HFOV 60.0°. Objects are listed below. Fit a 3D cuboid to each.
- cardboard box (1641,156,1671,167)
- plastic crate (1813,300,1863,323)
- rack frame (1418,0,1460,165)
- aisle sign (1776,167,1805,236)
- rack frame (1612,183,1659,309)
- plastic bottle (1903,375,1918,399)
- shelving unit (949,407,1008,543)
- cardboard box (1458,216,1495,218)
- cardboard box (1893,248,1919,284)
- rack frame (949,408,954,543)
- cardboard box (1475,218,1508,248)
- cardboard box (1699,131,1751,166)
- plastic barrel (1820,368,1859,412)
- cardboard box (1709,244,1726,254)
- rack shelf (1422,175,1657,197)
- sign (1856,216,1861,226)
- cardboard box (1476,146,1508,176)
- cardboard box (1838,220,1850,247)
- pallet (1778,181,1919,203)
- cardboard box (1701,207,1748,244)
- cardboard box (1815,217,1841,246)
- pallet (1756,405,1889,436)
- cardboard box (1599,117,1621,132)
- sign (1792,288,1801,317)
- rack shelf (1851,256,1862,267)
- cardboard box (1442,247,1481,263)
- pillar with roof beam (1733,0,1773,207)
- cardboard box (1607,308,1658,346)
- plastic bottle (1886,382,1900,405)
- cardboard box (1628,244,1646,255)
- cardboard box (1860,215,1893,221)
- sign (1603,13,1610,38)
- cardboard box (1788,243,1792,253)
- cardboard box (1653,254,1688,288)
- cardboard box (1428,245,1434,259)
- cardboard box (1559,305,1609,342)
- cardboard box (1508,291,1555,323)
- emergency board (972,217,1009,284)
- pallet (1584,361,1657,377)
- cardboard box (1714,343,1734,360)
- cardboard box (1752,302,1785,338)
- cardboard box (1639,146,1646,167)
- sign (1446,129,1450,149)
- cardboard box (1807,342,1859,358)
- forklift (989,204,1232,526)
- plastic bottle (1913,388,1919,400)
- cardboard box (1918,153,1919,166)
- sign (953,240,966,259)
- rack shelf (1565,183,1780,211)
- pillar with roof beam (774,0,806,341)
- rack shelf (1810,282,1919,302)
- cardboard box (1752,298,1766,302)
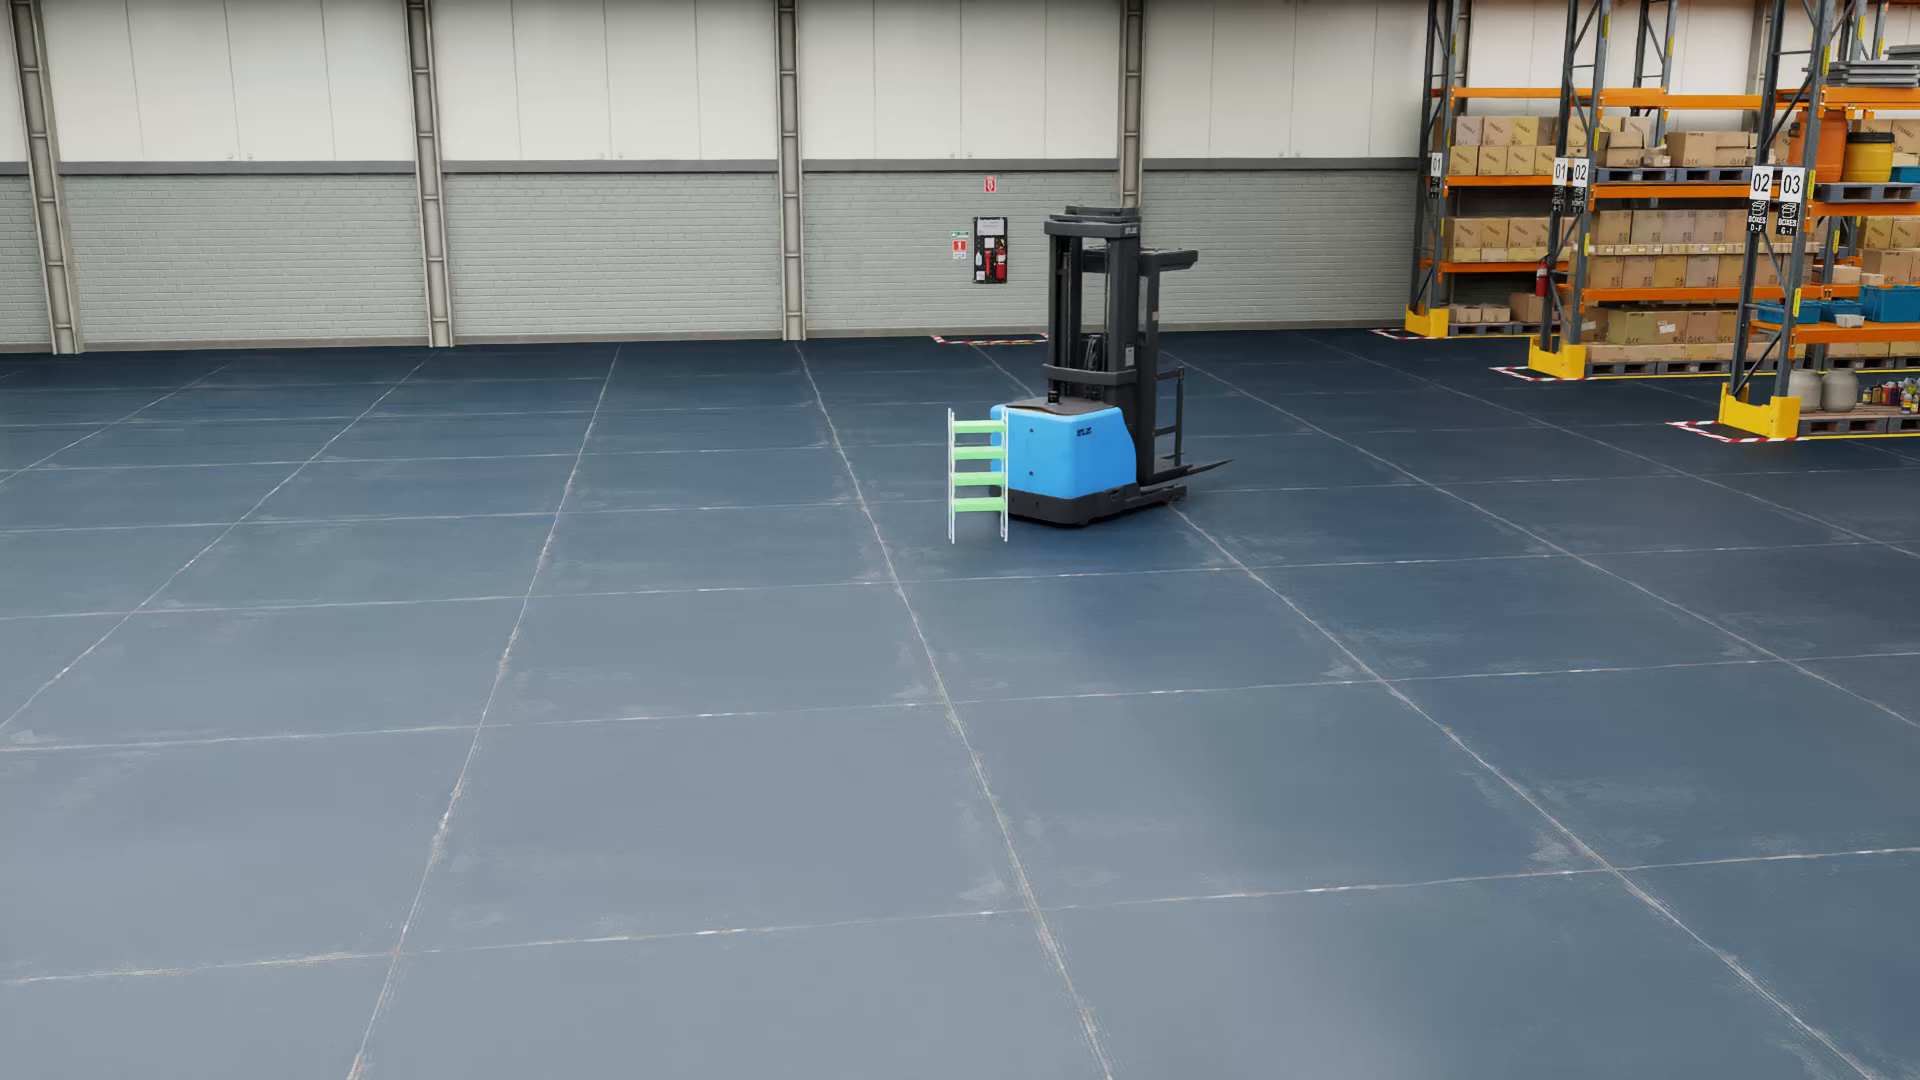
[{"bbox_3d":[10.306,-5.613,24.637,0.250,0.149,0.380,-2,14,-8],"label":"cardboard box"},{"bbox_3d":[10.944,-2.857,20.753,0.408,0.251,0.499,-2,14,-8],"label":"plastic crate"},{"bbox_3d":[8.375,-8.110,29.060,0.127,3.000,1.000,-2,14,-8],"label":"rack frame"},{"bbox_3d":[9.823,-4.005,19.680,0.004,0.787,0.394,-2,14,-8],"label":"aisle sign"},{"bbox_3d":[12.330,-5.345,30.367,0.127,3.000,1.000,-2,14,-8],"label":"rack frame"},{"bbox_3d":[12.155,-1.932,21.300,0.185,0.351,0.144,-2,14,-6],"label":"plastic bottle"},{"bbox_3d":[0.164,-0.588,15.100,0.503,1.200,0.258,-2,14,-8],"label":"shelving unit"},{"bbox_3d":[9.308,-5.585,30.049,0.500,0.500,0.500,-2,14,-8],"label":"cardboard box"},{"bbox_3d":[14.850,-4.263,25.848,0.500,0.500,0.500,-2,14,-8],"label":"cardboard box"},{"bbox_3d":[-0.078,-0.579,15.065,0.015,1.200,0.240,-2,14,-8],"label":"rack frame"},{"bbox_3d":[9.382,-5.461,29.557,0.500,0.500,0.500,-2,14,-8],"label":"cardboard box"},{"bbox_3d":[11.424,-5.901,25.054,0.637,0.503,0.797,-1,14,-2],"label":"cardboard box"},{"bbox_3d":[10.986,-1.874,20.780,0.421,0.512,0.421,0,14,0],"label":"plastic barrel"},{"bbox_3d":[11.317,-4.399,25.058,0.250,0.149,0.380,-2,14,-6],"label":"cardboard box"},{"bbox_3d":[10.352,-6.378,29.801,4.000,0.370,1.077,-2,14,-8],"label":"rack shelf"},{"bbox_3d":[16.375,-5.883,30.295,0.005,0.325,0.100,-2,14,-8],"label":"sign"},{"bbox_3d":[9.279,-6.676,29.262,0.500,0.500,0.500,-1,14,-5],"label":"cardboard box"},{"bbox_3d":[16.713,-5.773,31.216,0.500,0.500,0.500,-2,14,-8],"label":"cardboard box"},{"bbox_3d":[10.683,-4.187,19.971,1.213,0.211,1.003,-2,14,-8],"label":"pallet"},{"bbox_3d":[11.639,-4.777,25.231,0.500,0.500,0.700,-2,14,-8],"label":"cardboard box"},{"bbox_3d":[15.822,-5.732,30.802,0.500,0.500,0.700,-4,15,-15],"label":"cardboard box"},{"bbox_3d":[10.723,-1.506,20.795,1.213,0.211,1.003,-2,14,-8],"label":"pallet"},{"bbox_3d":[11.332,-7.237,29.444,0.500,0.500,0.500,-1,14,-5],"label":"cardboard box"},{"bbox_3d":[9.928,-2.819,19.725,0.005,0.325,0.100,-2,14,-8],"label":"sign"},{"bbox_3d":[18.263,-5.213,31.322,4.000,0.370,1.077,-2,14,-8],"label":"rack shelf"},{"bbox_3d":[8.904,-5.078,29.571,0.500,0.250,0.500,-3,14,-10],"label":"cardboard box"},{"bbox_3d":[15.512,-7.525,26.728,0.400,9.000,9.100,-2,14,-8],"label":"pillar with roof beam"},{"bbox_3d":[10.174,-3.227,25.169,0.500,0.500,0.500,-2,14,-8],"label":"cardboard box"},{"bbox_3d":[11.871,-1.862,21.158,0.133,0.283,0.061,-2,14,-8],"label":"plastic bottle"},{"bbox_3d":[10.044,-4.353,24.873,0.250,0.149,0.380,-2,14,-8],"label":"cardboard box"},{"bbox_3d":[16.801,-6.011,30.626,0.500,0.250,0.500,-2,14,-7],"label":"cardboard box"},{"bbox_3d":[9.193,-7.314,23.643,0.005,0.325,0.100,-2,14,-8],"label":"sign"},{"bbox_3d":[12.590,-4.447,25.247,0.250,0.149,0.380,-2,14,-9],"label":"cardboard box"},{"bbox_3d":[10.590,-4.108,25.228,0.500,0.500,0.700,-2,14,-8],"label":"cardboard box"},{"bbox_3d":[8.808,-5.200,30.059,0.500,0.250,0.500,-2,14,-7],"label":"cardboard box"},{"bbox_3d":[9.602,-3.333,25.594,0.500,0.500,0.500,-2,14,-8],"label":"cardboard box"},{"bbox_3d":[10.369,-4.239,30.194,0.500,0.500,0.700,-3,14,-12],"label":"cardboard box"},{"bbox_3d":[0.556,-5.135,29.533,0.643,1.169,0.194,-2,14,-8],"label":"emergency board"},{"bbox_3d":[9.866,-2.694,25.529,1.213,0.211,1.003,-2,14,-8],"label":"pallet"},{"bbox_3d":[11.658,-2.917,25.474,0.500,0.250,0.500,-2,14,-8],"label":"cardboard box"},{"bbox_3d":[12.566,-3.446,26.042,0.500,0.500,0.500,-2,14,-8],"label":"cardboard box"},{"bbox_3d":[11.865,-6.780,29.678,0.500,0.500,0.500,-2,14,-7],"label":"cardboard box"},{"bbox_3d":[8.456,-6.948,28.798,0.005,0.325,0.100,-2,14,-8],"label":"sign"},{"bbox_3d":[13.507,-2.978,25.721,0.500,0.250,0.500,-2,14,-10],"label":"cardboard box"},{"bbox_3d":[1.642,-1.849,16.571,1.130,2.935,3.031,13,19,41],"label":"forklift"},{"bbox_3d":[12.216,-1.832,21.208,0.097,0.201,0.097,0,14,0],"label":"plastic bottle"},{"bbox_3d":[14.971,-5.794,25.437,0.500,0.250,0.500,-3,14,-13],"label":"cardboard box"},{"bbox_3d":[-0.007,-5.158,29.547,0.234,0.329,0.001,-2,14,-8],"label":"sign"},{"bbox_3d":[11.094,-5.187,25.050,4.000,0.370,1.077,-2,14,-8],"label":"rack shelf"},{"bbox_3d":[-2.287,-6.873,24.127,0.400,9.000,9.100,-2,14,-8],"label":"pillar with roof beam"},{"bbox_3d":[15.049,-3.877,25.993,4.000,0.370,1.077,-2,14,-8],"label":"rack shelf"},{"bbox_3d":[14.567,-4.437,30.980,0.500,0.500,0.700,-2,14,-9],"label":"cardboard box"}]
